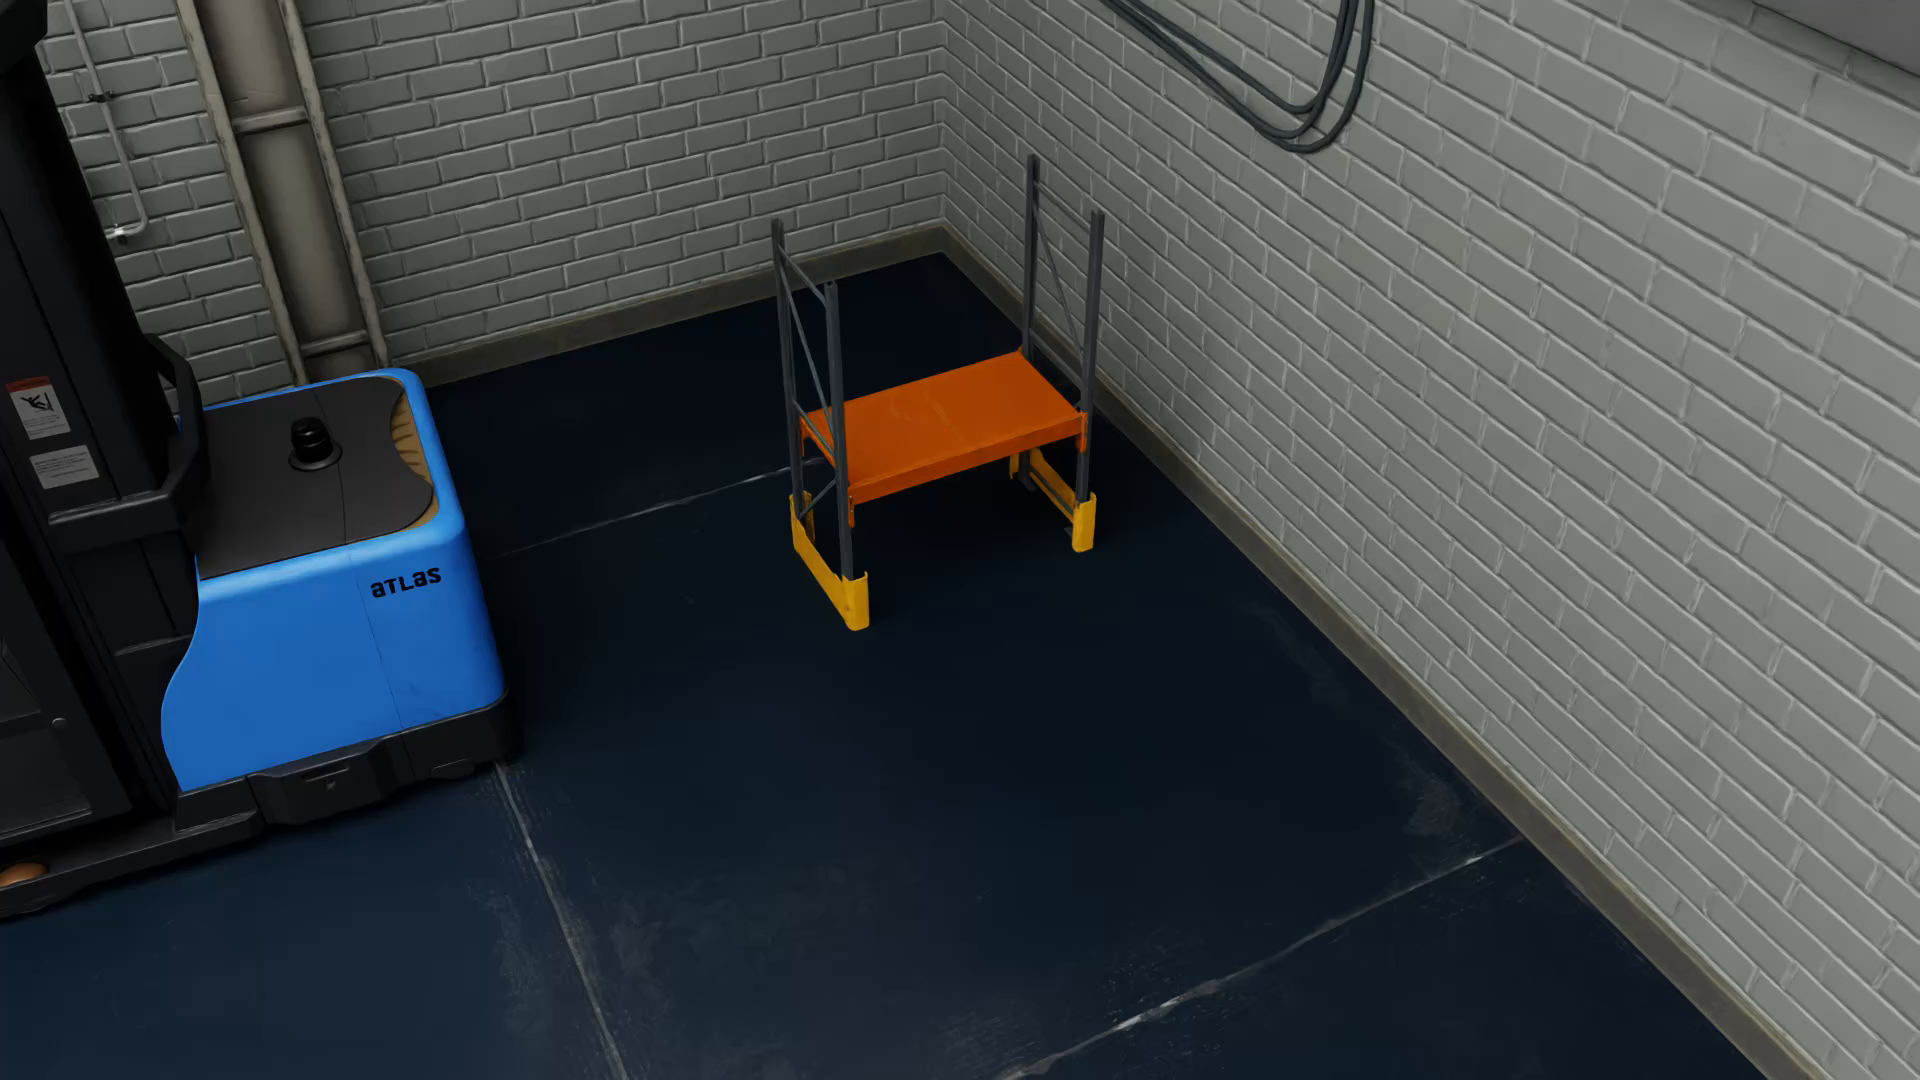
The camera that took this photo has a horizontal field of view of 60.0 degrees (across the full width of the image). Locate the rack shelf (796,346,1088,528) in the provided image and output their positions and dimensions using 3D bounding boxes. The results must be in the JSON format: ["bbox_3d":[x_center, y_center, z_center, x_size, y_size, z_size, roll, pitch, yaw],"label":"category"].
[{"bbox_3d":[-0.076,-0.410,6.352,1.000,0.185,0.538,-19,44,-21],"label":"rack shelf"}]

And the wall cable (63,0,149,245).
[{"bbox_3d":[-3.970,-1.675,5.620,1.851,1.984,0.084,-19,44,-21],"label":"wall cable"}]

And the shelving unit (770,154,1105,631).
[{"bbox_3d":[-0.068,-0.550,6.239,1.083,1.500,0.587,-19,44,-21],"label":"shelving unit"}]

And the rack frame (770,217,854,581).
[{"bbox_3d":[-0.527,-0.395,6.056,0.032,1.500,0.500,-19,44,-21],"label":"rack frame"}]

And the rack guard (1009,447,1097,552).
[{"bbox_3d":[0.374,-0.221,6.818,0.087,0.250,0.587,-19,44,-21],"label":"rack guard"}]

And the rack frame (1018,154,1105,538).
[{"bbox_3d":[0.375,-0.699,6.415,0.032,1.500,0.500,-19,44,-21],"label":"rack frame"}]

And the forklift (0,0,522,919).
[{"bbox_3d":[-3.103,-0.264,4.793,3.031,2.935,1.130,-15,43,-17],"label":"forklift"}]

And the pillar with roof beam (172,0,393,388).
[{"bbox_3d":[-0.685,-1.487,1.542,0.400,9.000,9.100,-19,44,-21],"label":"pillar with roof beam"}]

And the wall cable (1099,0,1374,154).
[{"bbox_3d":[0.513,-2.951,5.674,0.112,2.526,3.097,-19,44,-21],"label":"wall cable"}]

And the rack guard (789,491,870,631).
[{"bbox_3d":[-0.509,0.076,6.467,0.087,0.250,0.587,-19,44,-21],"label":"rack guard"}]
